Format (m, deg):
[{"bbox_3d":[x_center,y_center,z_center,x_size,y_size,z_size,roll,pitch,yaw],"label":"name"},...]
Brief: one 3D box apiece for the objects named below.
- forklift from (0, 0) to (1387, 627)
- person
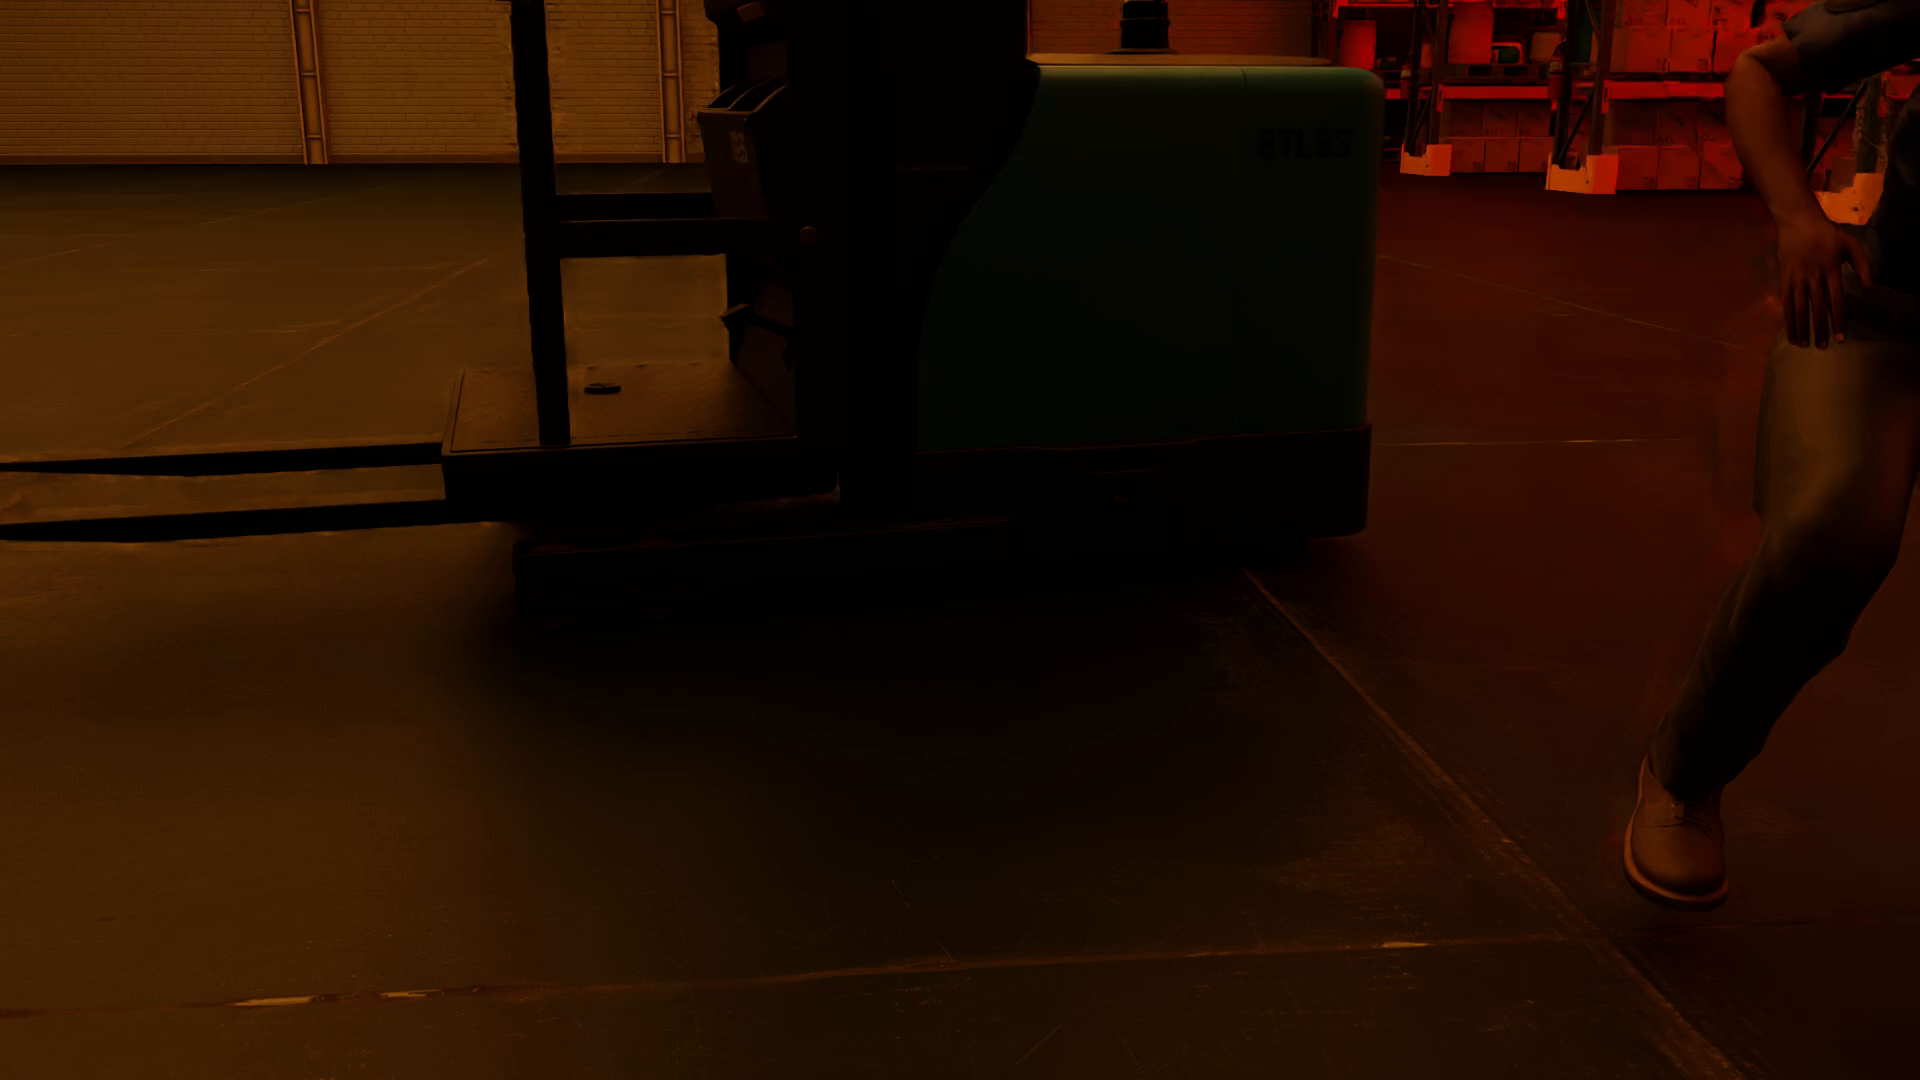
[{"bbox_3d":[-0.654,-1.394,3.473,3.031,2.935,1.130,-4,15,-14],"label":"forklift"},{"bbox_3d":[1.244,-0.139,1.829,0.855,1.443,0.716,5,16,20],"label":"person"}]
